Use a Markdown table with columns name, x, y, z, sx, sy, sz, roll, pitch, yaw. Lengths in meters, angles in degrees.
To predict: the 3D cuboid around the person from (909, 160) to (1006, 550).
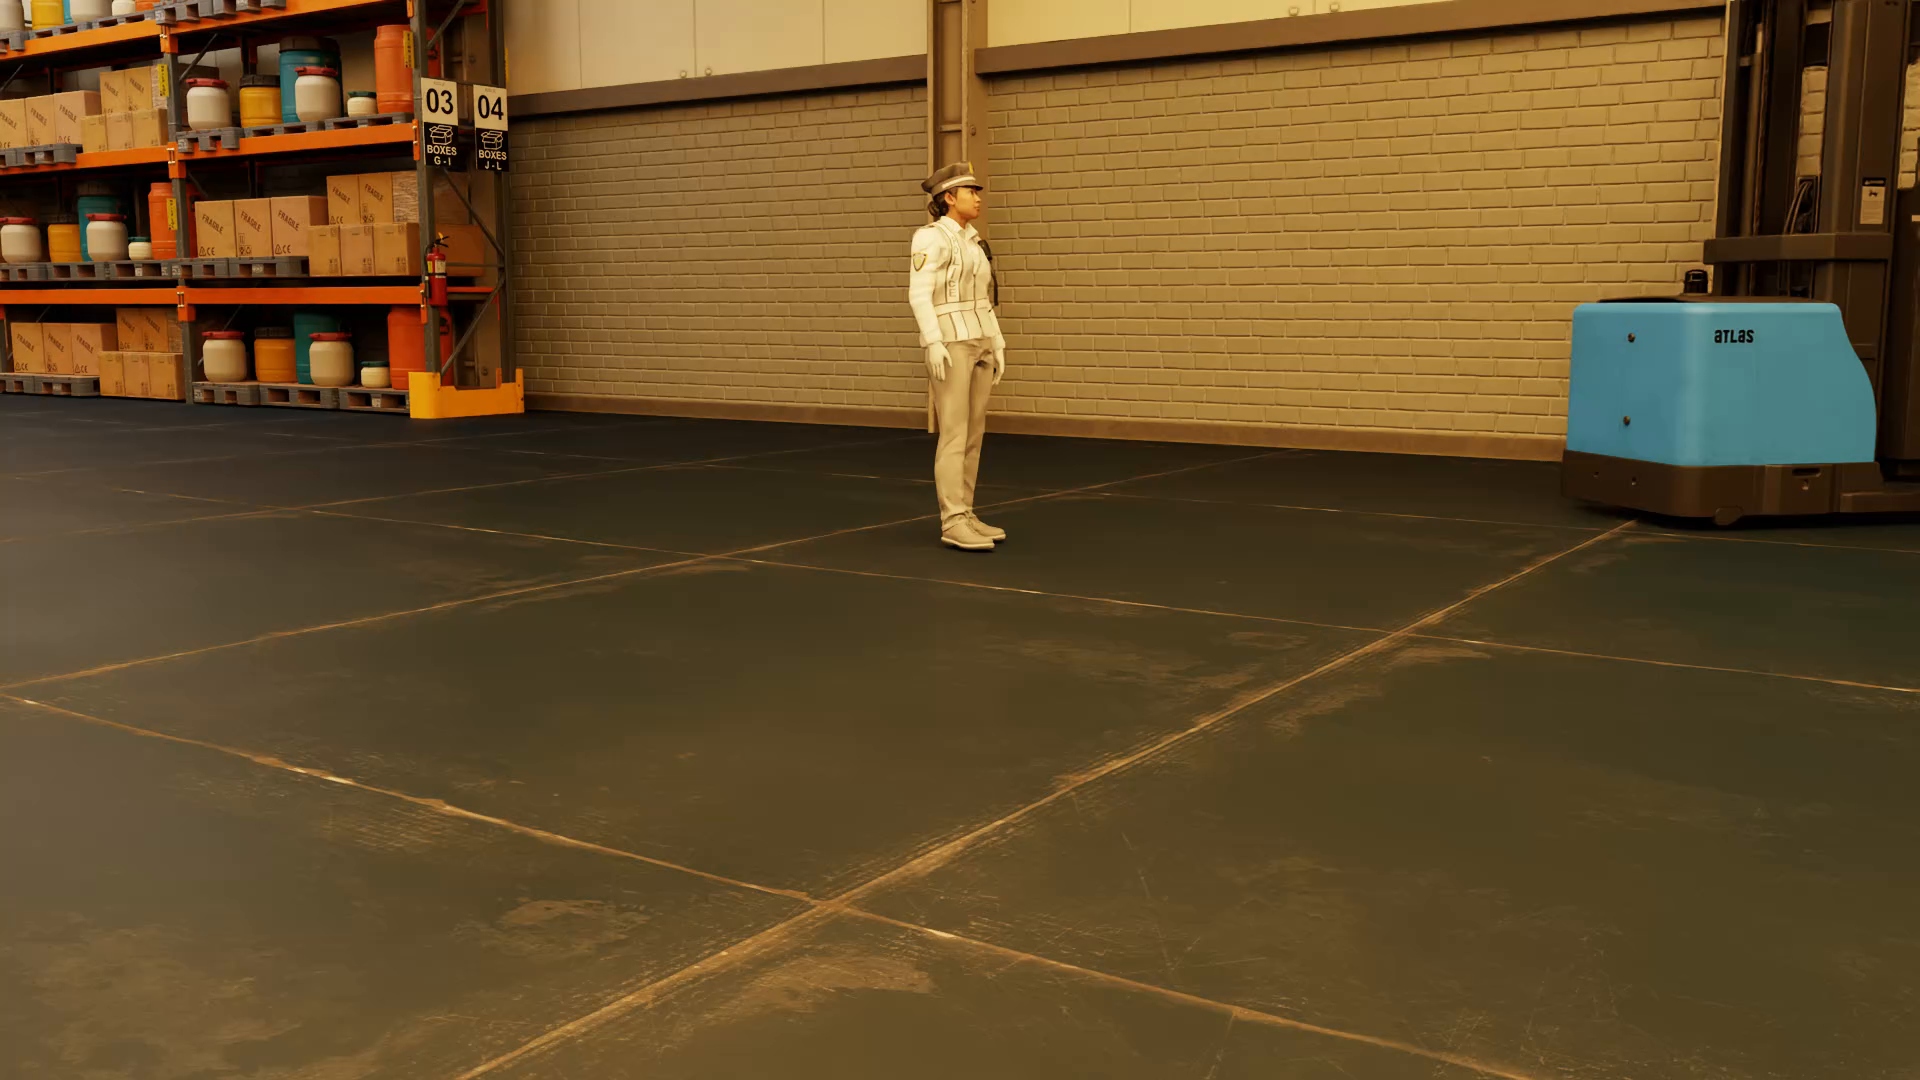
| name | x | y | z | sx | sy | sz | roll | pitch | yaw |
| --- | --- | --- | --- | --- | --- | --- | --- | --- | --- |
| person | 0.053 | -0.840 | 7.440 | 0.531 | 1.695 | 0.587 | 5 | 10 | 34 |

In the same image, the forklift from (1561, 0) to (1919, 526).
| name | x | y | z | sx | sy | sz | roll | pitch | yaw |
| --- | --- | --- | --- | --- | --- | --- | --- | --- | --- |
| forklift | 4.737 | -1.605 | 8.478 | 3.031 | 2.935 | 1.130 | -2 | 8 | -14 |
